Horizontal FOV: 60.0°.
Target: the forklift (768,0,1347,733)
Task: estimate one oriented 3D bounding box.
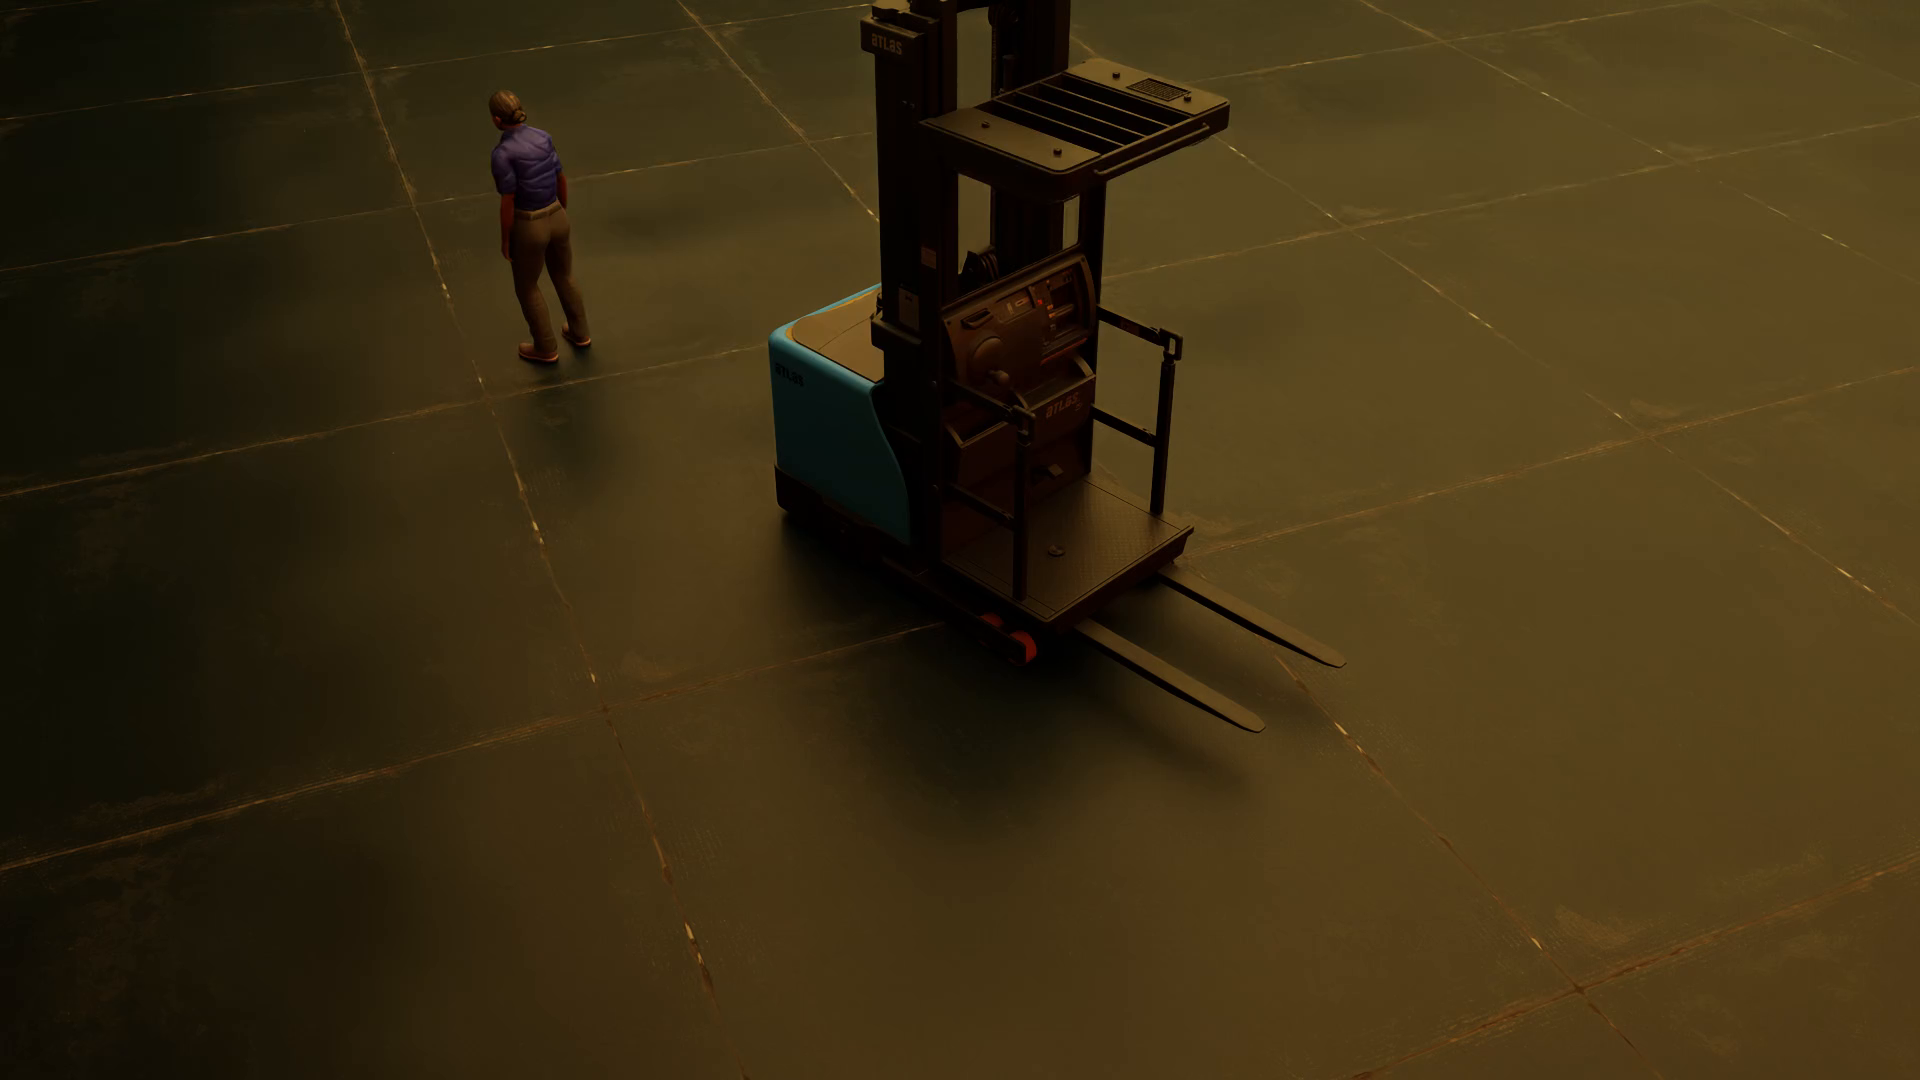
[{"bbox_3d":[0.432,-0.946,7.429,3.031,2.935,1.130,30,45,35],"label":"forklift"}]

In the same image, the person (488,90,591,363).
[{"bbox_3d":[-2.495,-1.843,9.795,0.351,1.653,0.526,24,42,30],"label":"person"}]
